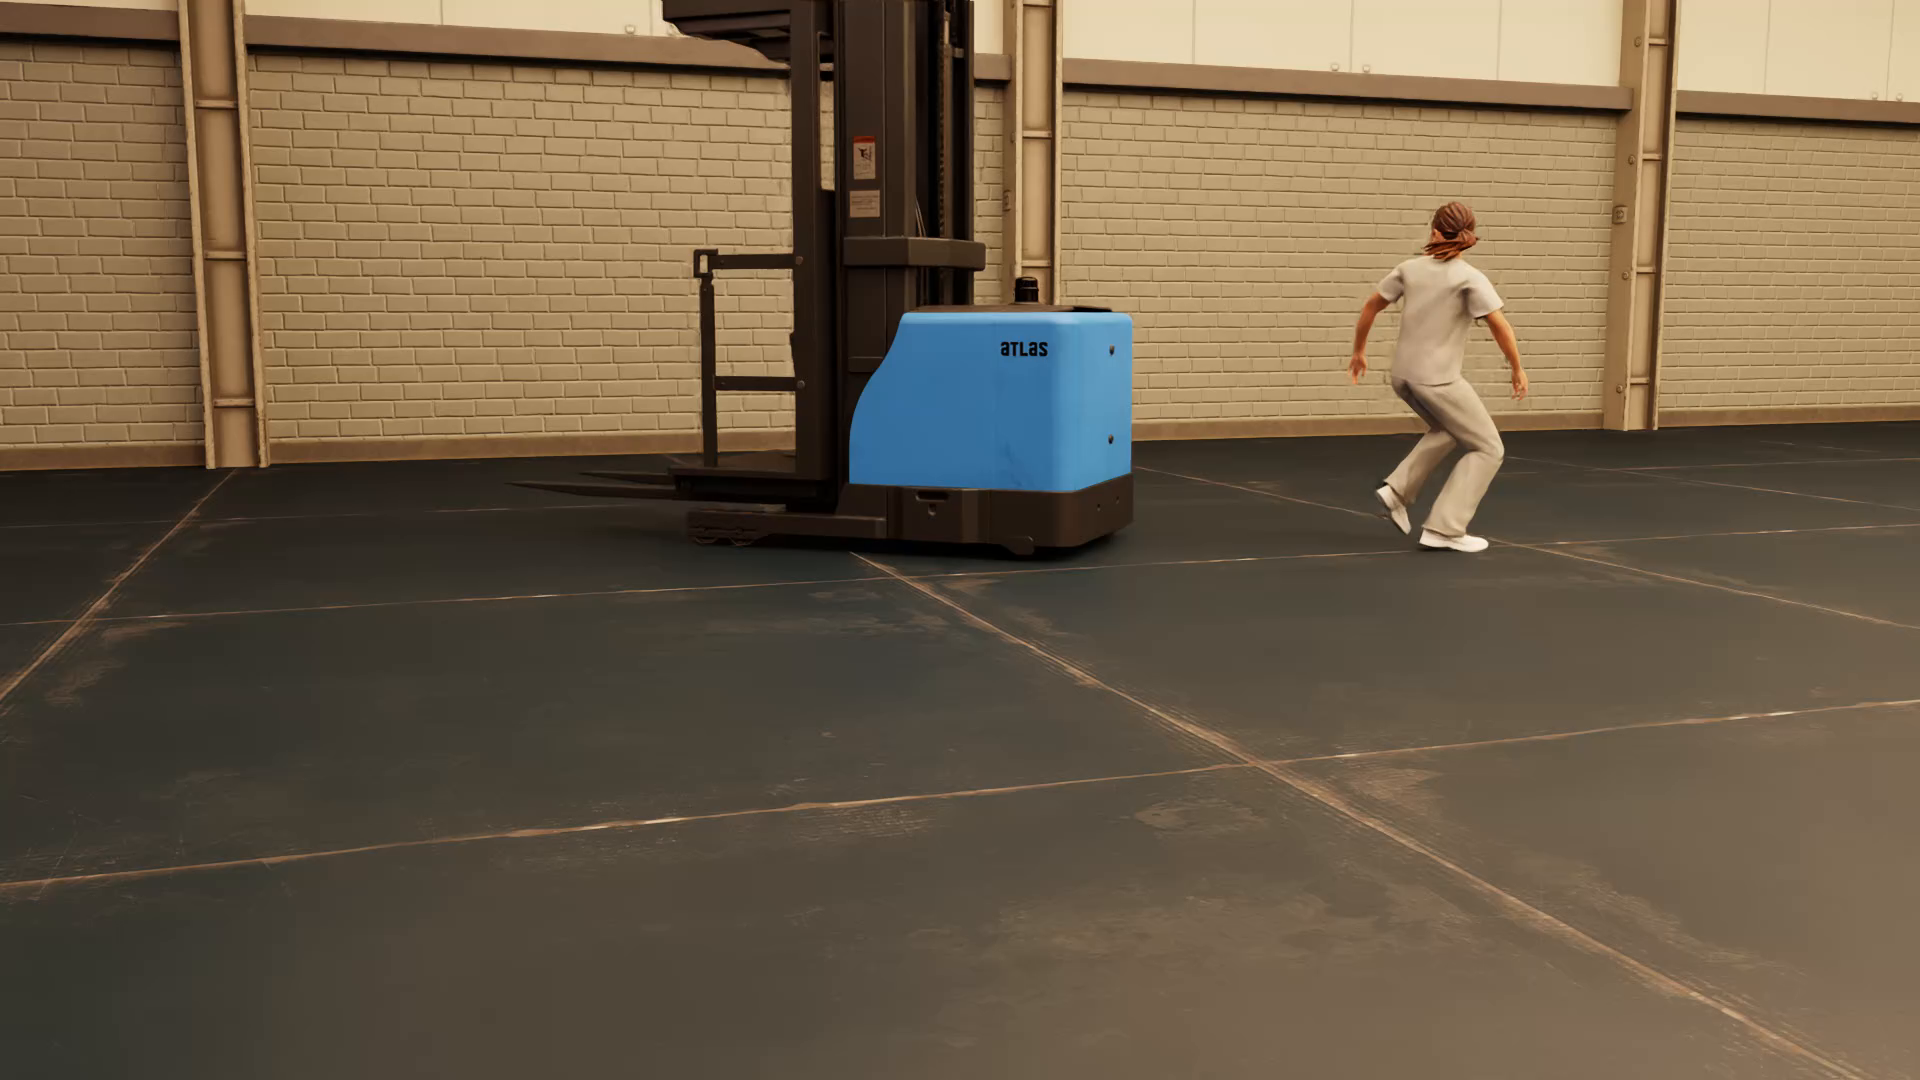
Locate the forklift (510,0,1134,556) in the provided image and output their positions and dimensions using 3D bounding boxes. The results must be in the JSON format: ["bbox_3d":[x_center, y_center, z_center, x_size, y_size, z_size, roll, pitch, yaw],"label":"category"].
[{"bbox_3d":[-0.736,-1.484,7.960,3.031,2.935,1.130,3,8,21],"label":"forklift"}]

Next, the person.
[{"bbox_3d":[2.207,-0.752,7.646,0.545,1.575,0.705,-3,8,-23],"label":"person"}]
